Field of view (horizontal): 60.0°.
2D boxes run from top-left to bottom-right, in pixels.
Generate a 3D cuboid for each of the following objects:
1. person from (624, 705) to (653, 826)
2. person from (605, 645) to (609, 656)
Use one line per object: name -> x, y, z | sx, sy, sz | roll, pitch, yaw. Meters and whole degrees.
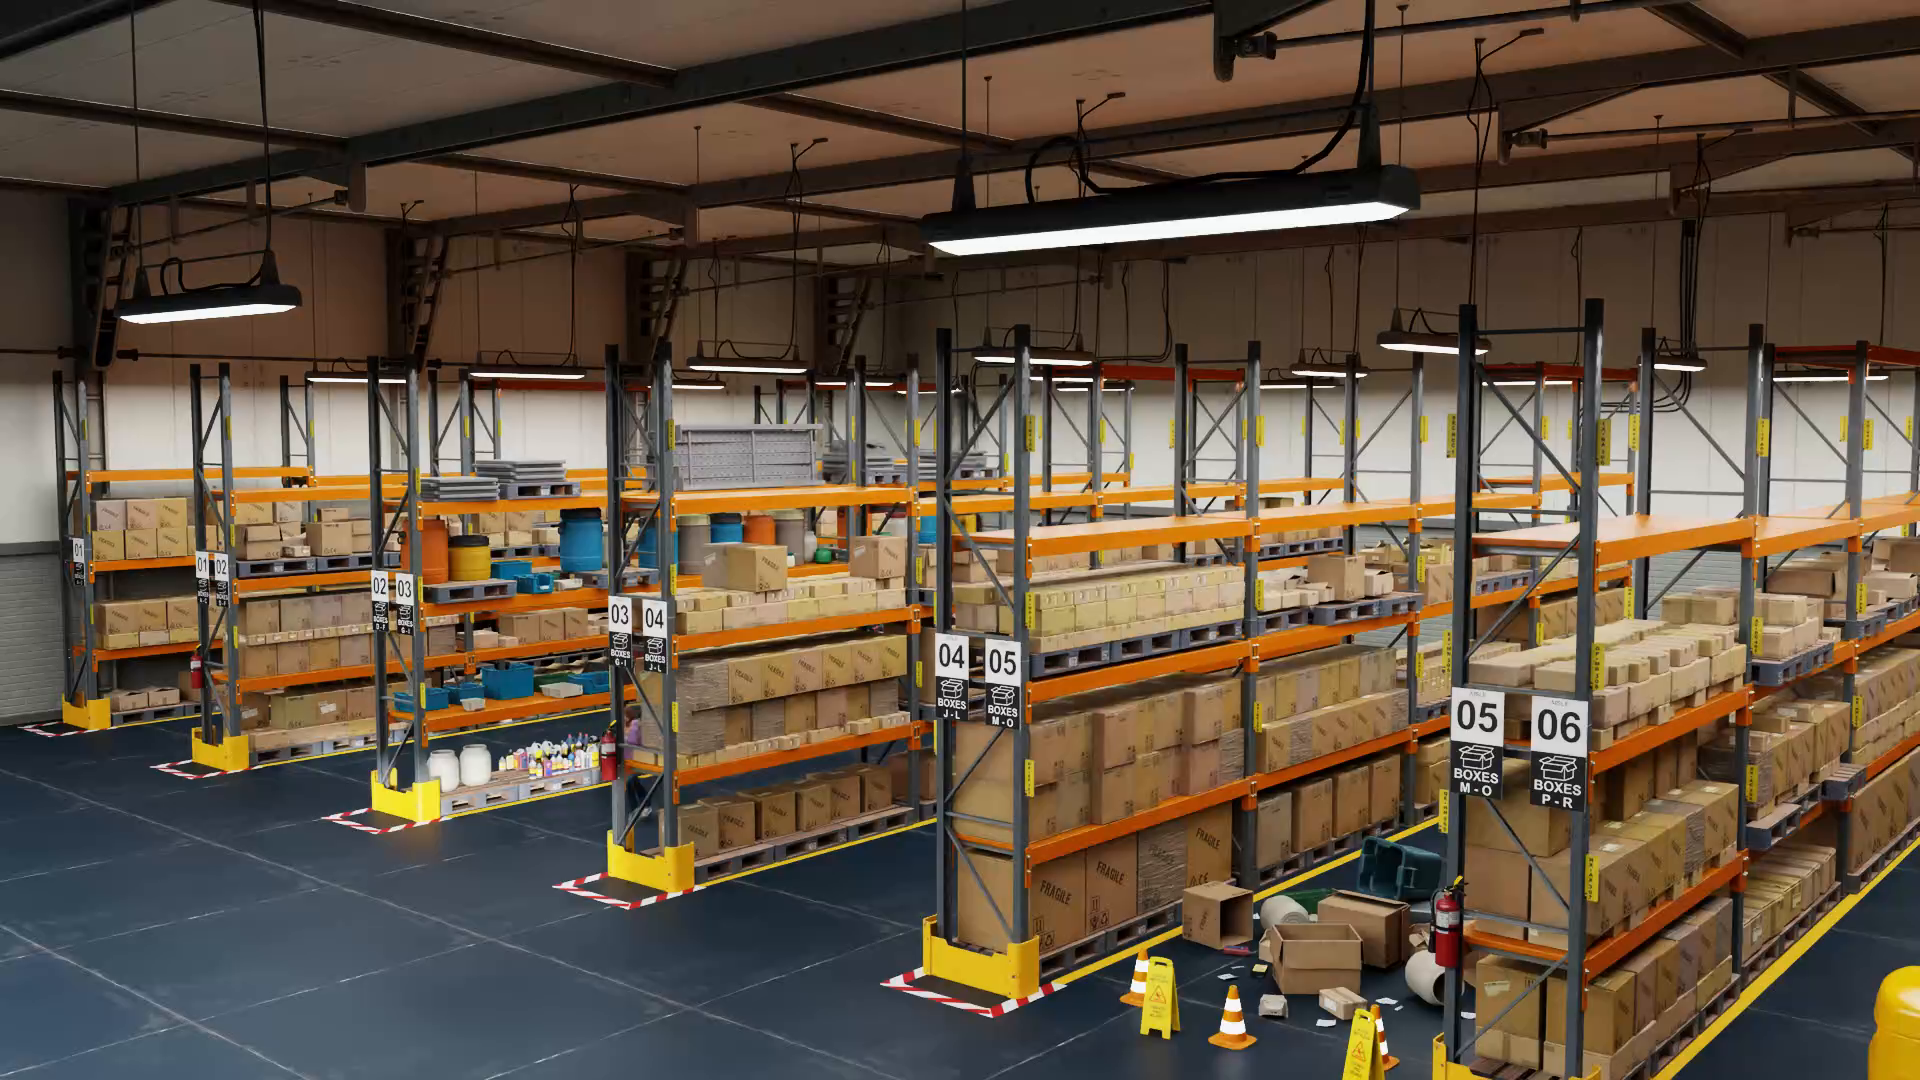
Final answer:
person -> -4.153, 2.847, 21.189 | 0.524, 1.553, 0.845 | 1, 4, 20
person -> -6.946, 1.920, 33.746 | 0.570, 1.636, 0.564 | 3, 5, 35
